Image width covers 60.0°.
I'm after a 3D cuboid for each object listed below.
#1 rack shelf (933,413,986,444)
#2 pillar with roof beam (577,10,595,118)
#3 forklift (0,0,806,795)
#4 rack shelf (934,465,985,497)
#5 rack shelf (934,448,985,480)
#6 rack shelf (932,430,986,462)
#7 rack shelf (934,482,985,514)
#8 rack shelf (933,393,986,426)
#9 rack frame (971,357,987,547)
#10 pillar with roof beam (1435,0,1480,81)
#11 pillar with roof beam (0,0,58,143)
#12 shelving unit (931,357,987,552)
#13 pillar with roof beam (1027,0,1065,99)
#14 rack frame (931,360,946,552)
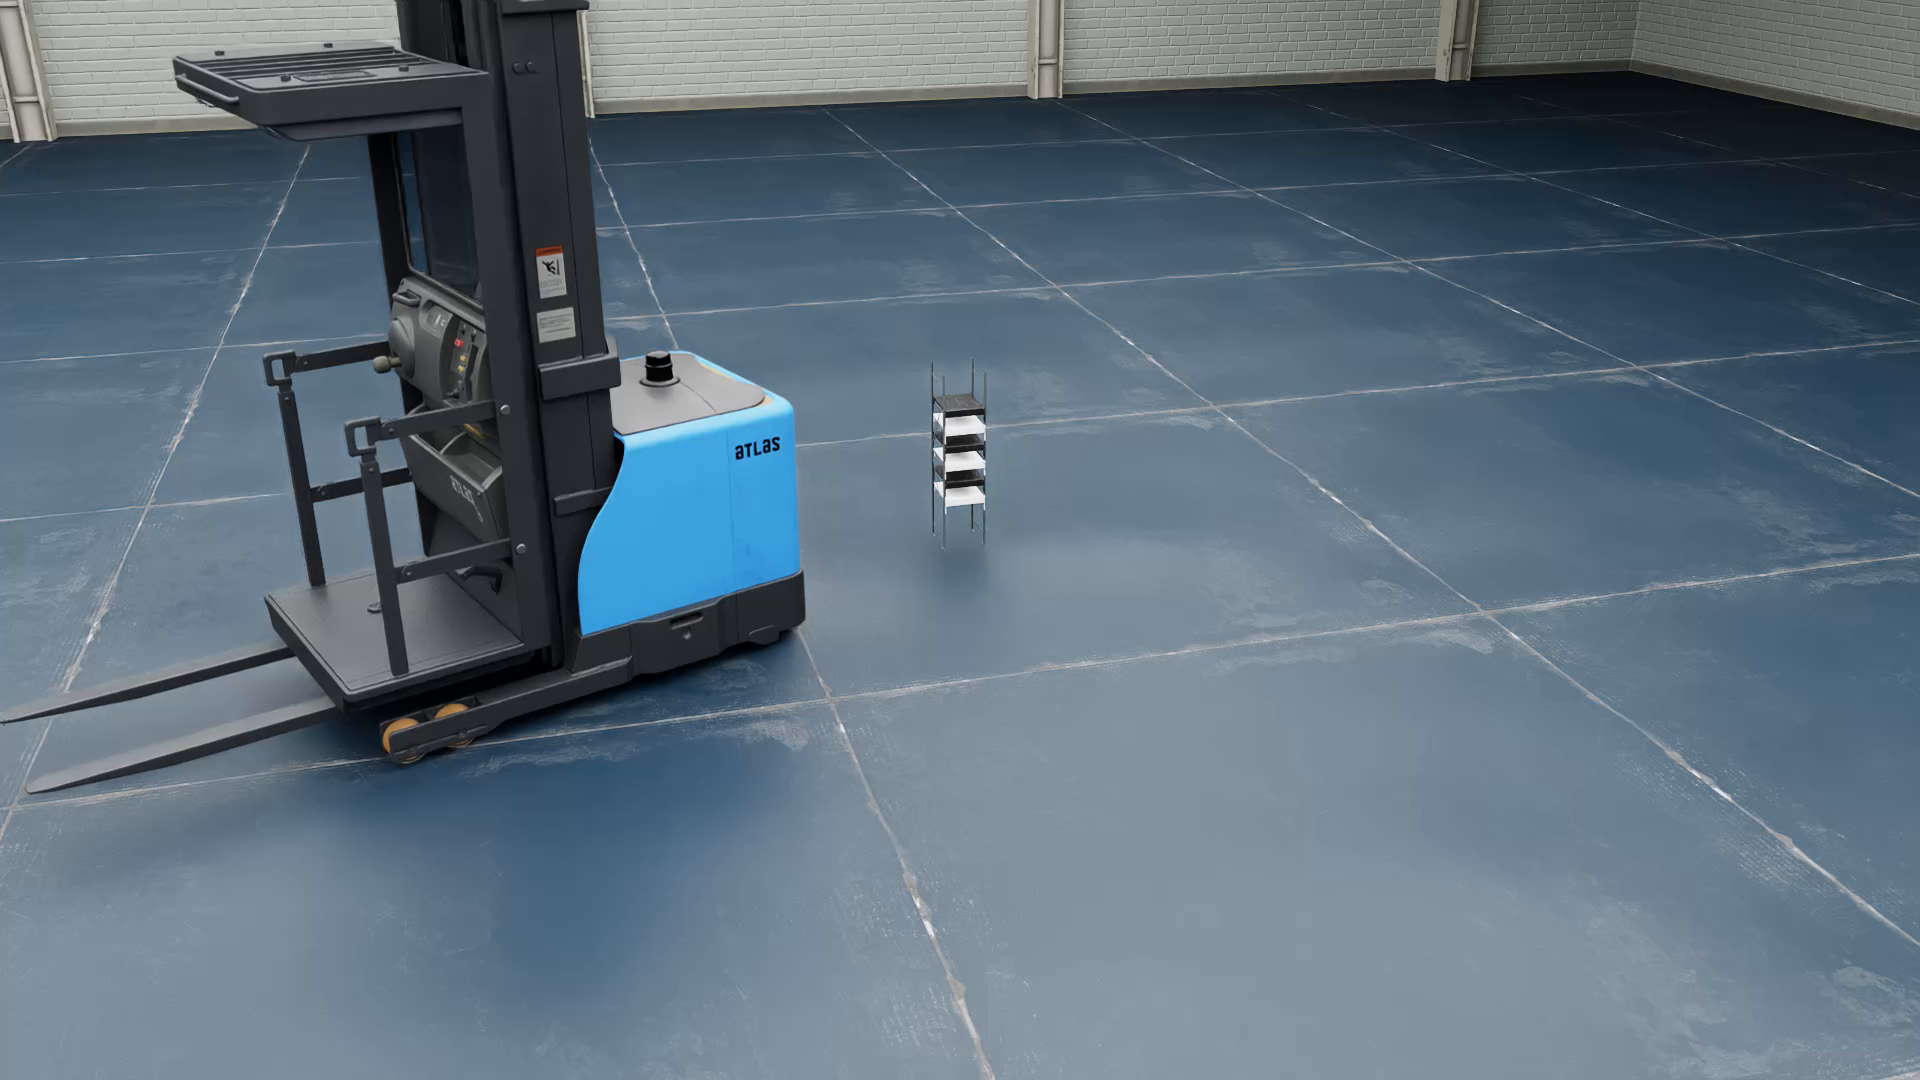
[{"bbox_3d":[-0.008,-0.547,8.013,0.200,0.077,0.258,-6,24,-14],"label":"rack shelf"},{"bbox_3d":[-3.504,-7.671,14.716,0.400,9.000,9.100,-6,24,-14],"label":"pillar with roof beam"},{"bbox_3d":[-2.162,-0.739,6.254,3.031,2.935,1.130,-16,28,-33],"label":"forklift"},{"bbox_3d":[-0.008,-0.299,8.119,0.200,0.077,0.258,-6,24,-14],"label":"rack shelf"},{"bbox_3d":[-0.008,-0.382,8.084,0.200,0.077,0.258,-6,24,-14],"label":"rack shelf"},{"bbox_3d":[-0.008,-0.465,8.048,0.200,0.077,0.258,-6,24,-14],"label":"rack shelf"},{"bbox_3d":[-0.008,-0.217,8.155,0.200,0.077,0.258,-6,24,-14],"label":"rack shelf"},{"bbox_3d":[-0.008,-0.630,7.977,0.200,0.077,0.258,-6,24,-14],"label":"rack shelf"},{"bbox_3d":[0.090,-0.424,8.096,0.006,0.900,0.240,-6,24,-14],"label":"rack frame"},{"bbox_3d":[8.050,-8.949,17.695,0.400,9.000,9.100,-6,24,-14],"label":"pillar with roof beam"},{"bbox_3d":[-9.281,-7.032,13.226,0.400,9.000,9.100,-6,24,-14],"label":"pillar with roof beam"},{"bbox_3d":[-0.008,-0.413,8.071,0.210,0.900,0.258,-6,24,-14],"label":"shelving unit"},{"bbox_3d":[2.273,-8.310,16.205,0.400,9.000,9.100,-6,24,-14],"label":"pillar with roof beam"},{"bbox_3d":[-0.106,-0.402,8.045,0.006,0.900,0.240,-6,24,-14],"label":"rack frame"}]
